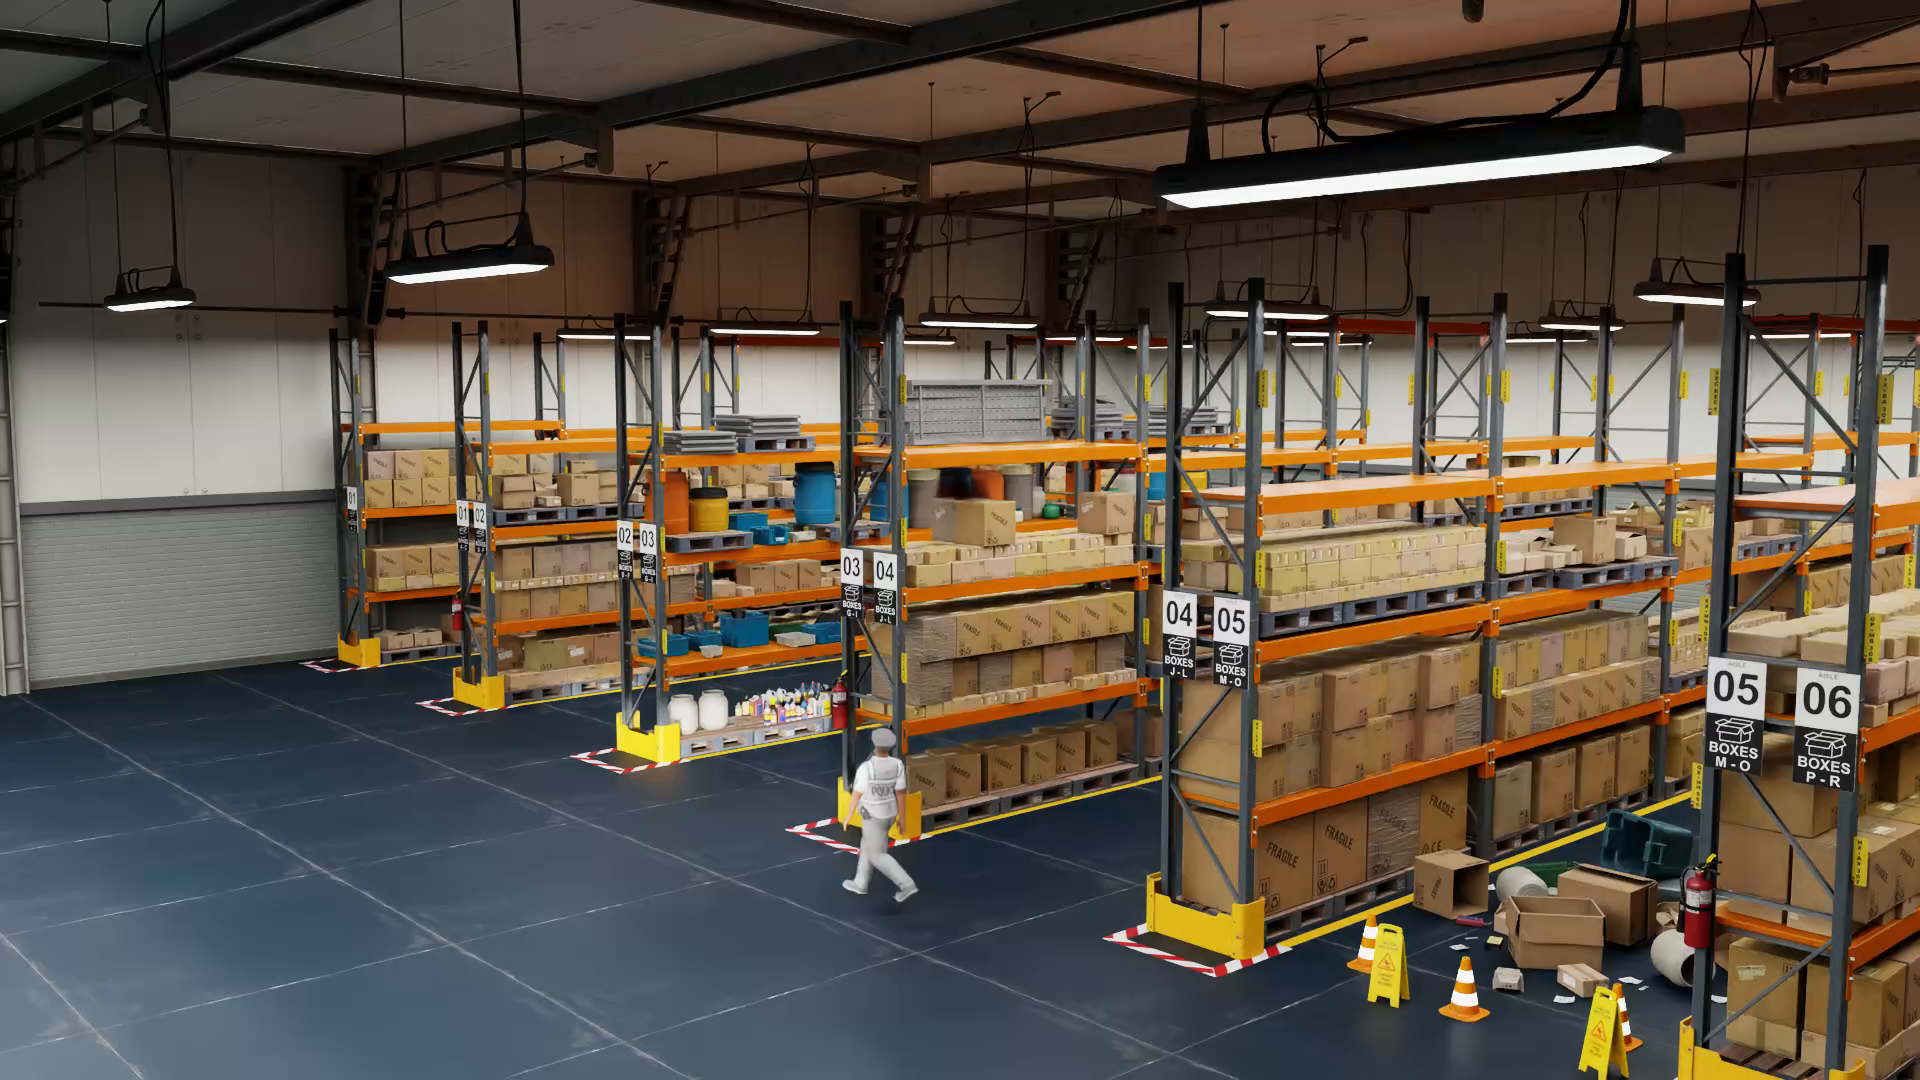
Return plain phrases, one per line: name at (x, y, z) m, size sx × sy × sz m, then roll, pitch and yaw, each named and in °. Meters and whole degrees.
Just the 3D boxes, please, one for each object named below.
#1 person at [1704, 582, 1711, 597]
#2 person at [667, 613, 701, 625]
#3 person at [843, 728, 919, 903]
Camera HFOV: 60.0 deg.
person at (13.130, 1.503, 29.063) m, size 0.442 × 1.560 × 0.703 m, roll 5°, pitch 8°, yaw 42°
person at (-5.509, 1.073, 32.665) m, size 1.023 × 1.729 × 0.678 m, roll -5°, pitch 8°, yaw -43°
person at (-0.809, 2.689, 16.308) m, size 0.999 × 1.736 × 0.507 m, roll 3°, pitch 6°, yaw 25°
